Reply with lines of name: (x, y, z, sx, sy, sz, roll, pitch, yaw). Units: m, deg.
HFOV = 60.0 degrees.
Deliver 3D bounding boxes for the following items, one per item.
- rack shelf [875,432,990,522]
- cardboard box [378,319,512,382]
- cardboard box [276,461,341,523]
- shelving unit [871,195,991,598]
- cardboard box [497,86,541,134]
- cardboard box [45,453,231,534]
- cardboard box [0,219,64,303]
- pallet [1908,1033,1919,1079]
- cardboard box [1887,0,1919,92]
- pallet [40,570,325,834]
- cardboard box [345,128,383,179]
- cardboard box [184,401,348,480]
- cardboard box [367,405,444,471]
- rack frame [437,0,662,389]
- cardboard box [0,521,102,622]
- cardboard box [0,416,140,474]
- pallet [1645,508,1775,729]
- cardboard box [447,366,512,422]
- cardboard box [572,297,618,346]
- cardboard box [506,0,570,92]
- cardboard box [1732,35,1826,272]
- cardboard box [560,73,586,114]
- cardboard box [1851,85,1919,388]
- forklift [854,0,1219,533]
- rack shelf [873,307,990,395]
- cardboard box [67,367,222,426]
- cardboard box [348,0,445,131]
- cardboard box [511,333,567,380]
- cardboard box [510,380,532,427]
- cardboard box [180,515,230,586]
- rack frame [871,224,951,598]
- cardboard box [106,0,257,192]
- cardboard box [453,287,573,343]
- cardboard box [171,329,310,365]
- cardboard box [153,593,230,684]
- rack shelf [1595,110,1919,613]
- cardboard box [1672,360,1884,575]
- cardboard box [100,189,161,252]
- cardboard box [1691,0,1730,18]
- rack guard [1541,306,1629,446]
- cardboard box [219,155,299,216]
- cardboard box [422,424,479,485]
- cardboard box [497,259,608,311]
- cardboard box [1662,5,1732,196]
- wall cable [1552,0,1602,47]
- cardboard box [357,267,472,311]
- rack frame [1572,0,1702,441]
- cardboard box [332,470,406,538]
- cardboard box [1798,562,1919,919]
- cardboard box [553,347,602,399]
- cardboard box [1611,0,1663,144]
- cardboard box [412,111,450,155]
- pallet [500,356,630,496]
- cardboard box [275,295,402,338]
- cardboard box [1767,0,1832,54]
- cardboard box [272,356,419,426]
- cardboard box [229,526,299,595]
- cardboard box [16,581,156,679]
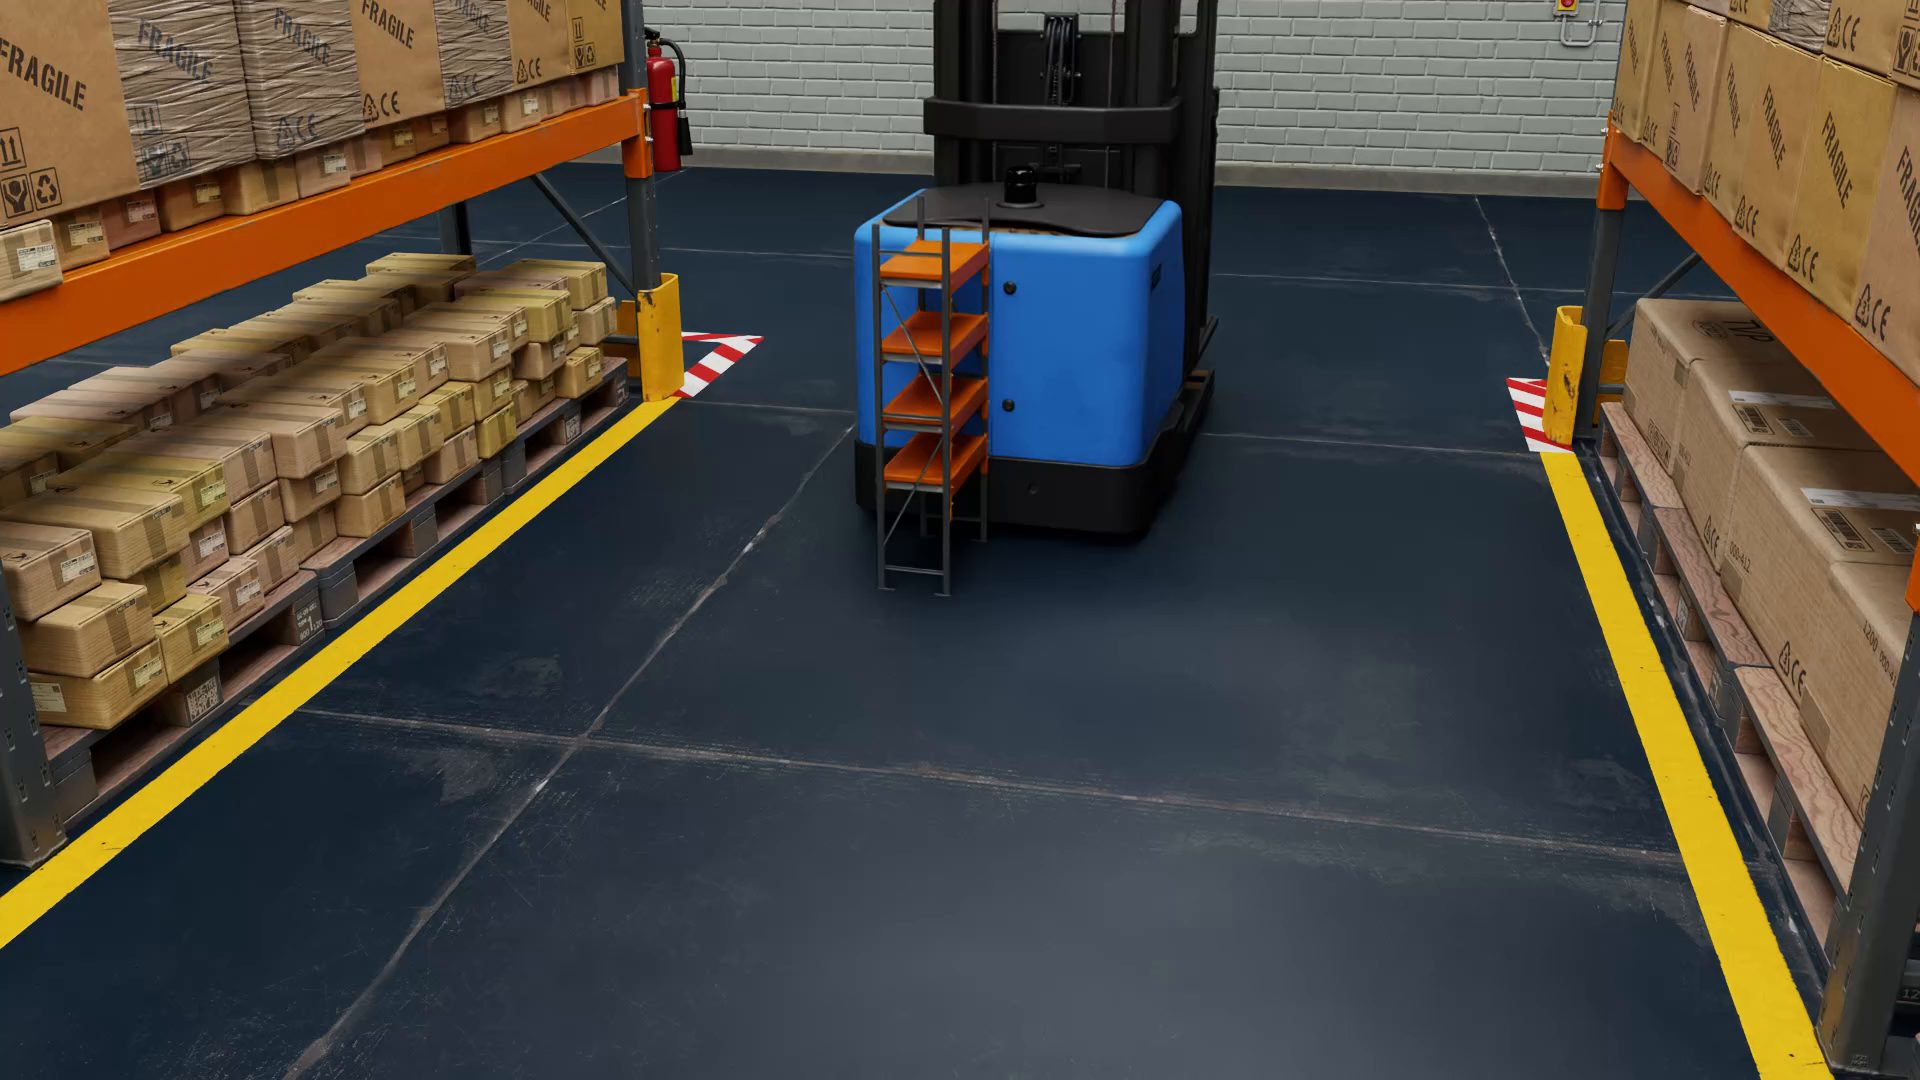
rack shelf: (-0.085, -0.224, 5.514, 0.258, 0.148, 0.480, 6, 23, 14)
cardboard box: (-1.854, -0.685, 5.998, 0.380, 0.149, 0.250, 5, 23, 13)
cardboard box: (-2.157, -0.179, 5.138, 0.380, 0.149, 0.250, 6, 23, 13)
shelving unit: (-0.085, -0.470, 5.415, 0.258, 1.200, 0.503, 6, 23, 14)
cardboard box: (-1.786, -1.601, 6.150, 0.380, 0.149, 0.250, 5, 22, 12)
cardboard box: (-2.268, -0.122, 4.600, 0.380, 0.149, 0.250, 4, 22, 10)
cardboard box: (-2.281, -0.634, 3.748, 0.380, 0.149, 0.250, 5, 23, 13)
pallet: (2.124, 1.250, 2.466, 1.003, 0.211, 1.213, 4, 22, 11)
cardboard box: (2.033, -1.035, 2.936, 0.500, 0.500, 0.500, 4, 22, 10)
pallet: (-2.557, 0.374, 4.643, 1.003, 0.211, 1.213, 4, 22, 11)
cardboard box: (-2.051, -1.220, 5.205, 0.380, 0.149, 0.250, 5, 23, 13)
cardboard box: (-2.106, -0.306, 5.057, 0.380, 0.149, 0.250, 5, 22, 12)
cardboard box: (-1.968, -0.354, 5.574, 0.380, 0.149, 0.250, 5, 22, 11)
rack frame: (-1.843, -2.134, 7.138, 1.000, 3.000, 0.127, 4, 22, 11)
cardboard box: (-2.386, 0.070, 4.122, 0.380, 0.149, 0.250, 5, 23, 13)
cardboard box: (-2.655, -0.247, 4.909, 0.380, 0.149, 0.250, 5, 23, 13)
pallet: (2.686, 0.243, 4.968, 1.003, 0.211, 1.213, 4, 22, 11)
cardboard box: (-1.869, -0.549, 6.058, 0.380, 0.149, 0.250, 5, 22, 12)
cardboard box: (-1.671, -0.930, 7.003, 0.380, 0.149, 0.250, 4, 22, 9)
cardboard box: (-1.793, -1.947, 6.140, 0.500, 0.500, 0.500, 4, 22, 10)
cardboard box: (2.240, -0.940, 4.039, 0.500, 0.500, 0.500, 4, 22, 10)
cardboard box: (-1.720, -1.789, 6.617, 0.380, 0.149, 0.250, 4, 22, 11)
cardboard box: (2.052, -0.567, 3.111, 0.500, 0.500, 0.500, 5, 22, 11)
forklift: (0.498, -1.903, 6.656, 1.130, 2.935, 3.031, 6, 23, 14)
rack shelf: (-0.085, -0.615, 5.357, 0.258, 0.148, 0.480, 6, 23, 14)
cardboard box: (-2.647, -0.452, 5.419, 0.380, 0.149, 0.250, 4, 22, 9)
cardboard box: (-1.999, -1.579, 5.227, 0.500, 0.500, 0.500, 6, 23, 14)
cardboard box: (-1.776, -0.740, 6.531, 0.380, 0.149, 0.250, 4, 22, 9)
cardboard box: (-1.875, -0.515, 6.372, 0.380, 0.149, 0.250, 5, 22, 11)
cardboard box: (-2.294, 0.019, 4.648, 0.380, 0.149, 0.250, 4, 22, 11)
rack frame: (-0.148, -0.382, 5.196, 0.240, 1.200, 0.015, 6, 23, 14)
cardboard box: (-2.217, -1.199, 4.284, 0.500, 0.500, 0.500, 4, 22, 11)
cardboard box: (-1.739, -0.878, 6.476, 0.380, 0.149, 0.250, 4, 22, 10)
cardboard box: (-2.532, -0.634, 5.871, 0.380, 0.149, 0.250, 5, 22, 12)
cardboard box: (-2.216, 0.250, 4.471, 0.380, 0.149, 0.250, 5, 22, 13)
rack shelf: (2.615, -0.729, 4.611, 1.077, 0.370, 4.000, 4, 22, 11)
cardboard box: (2.808, -0.216, 5.242, 0.875, 0.438, 0.875, 5, 22, 12)
cardboard box: (-2.298, -0.835, 4.249, 0.380, 0.149, 0.250, 3, 22, 9)
cardboard box: (2.451, -1.772, 4.766, 0.500, 0.500, 0.500, 4, 22, 11)
rack guard: (3.028, -0.643, 6.782, 1.175, 0.500, 0.348, 4, 22, 11)
cardboard box: (-2.121, -1.021, 4.711, 0.380, 0.149, 0.250, 5, 22, 12)
cardboard box: (-1.942, -0.319, 5.884, 0.380, 0.149, 0.250, 5, 22, 12)
cardboard box: (-1.703, -1.070, 6.952, 0.380, 0.149, 0.250, 5, 22, 12)
cardboard box: (2.447, -1.315, 4.969, 0.500, 0.500, 0.500, 4, 22, 11)
wall cable: (4.151, -4.344, 11.222, 0.585, 1.953, 0.123, 4, 22, 11)
cardboard box: (-2.221, -1.007, 6.796, 0.380, 0.149, 0.250, 5, 22, 12)
rack frame: (3.024, -1.794, 6.293, 1.000, 3.000, 0.127, 4, 22, 11)
cardboard box: (-2.045, -0.130, 5.416, 0.380, 0.149, 0.250, 4, 22, 9)
cardboard box: (2.440, 0.441, 3.610, 0.875, 0.438, 0.875, 4, 22, 10)
cardboard box: (-1.700, -0.697, 6.822, 0.380, 0.149, 0.250, 5, 23, 13)
cardboard box: (2.645, -1.687, 5.893, 0.500, 0.500, 0.500, 4, 22, 10)
cardboard box: (-1.982, -1.413, 5.682, 0.380, 0.149, 0.250, 4, 22, 9)
pallet: (-2.059, -0.519, 6.859, 1.003, 0.211, 1.213, 4, 22, 11)
cardboard box: (-2.367, -0.828, 6.351, 0.380, 0.149, 0.250, 3, 22, 8)
cardboard box: (2.239, -1.407, 3.859, 0.500, 0.500, 0.500, 5, 22, 12)
cardboard box: (-2.042, -0.500, 5.536, 0.380, 0.149, 0.250, 5, 22, 11)
cardboard box: (-2.213, 0.059, 4.947, 0.380, 0.149, 0.250, 4, 22, 10)
cardboard box: (-2.272, 0.210, 4.173, 0.380, 0.149, 0.250, 5, 23, 13)
